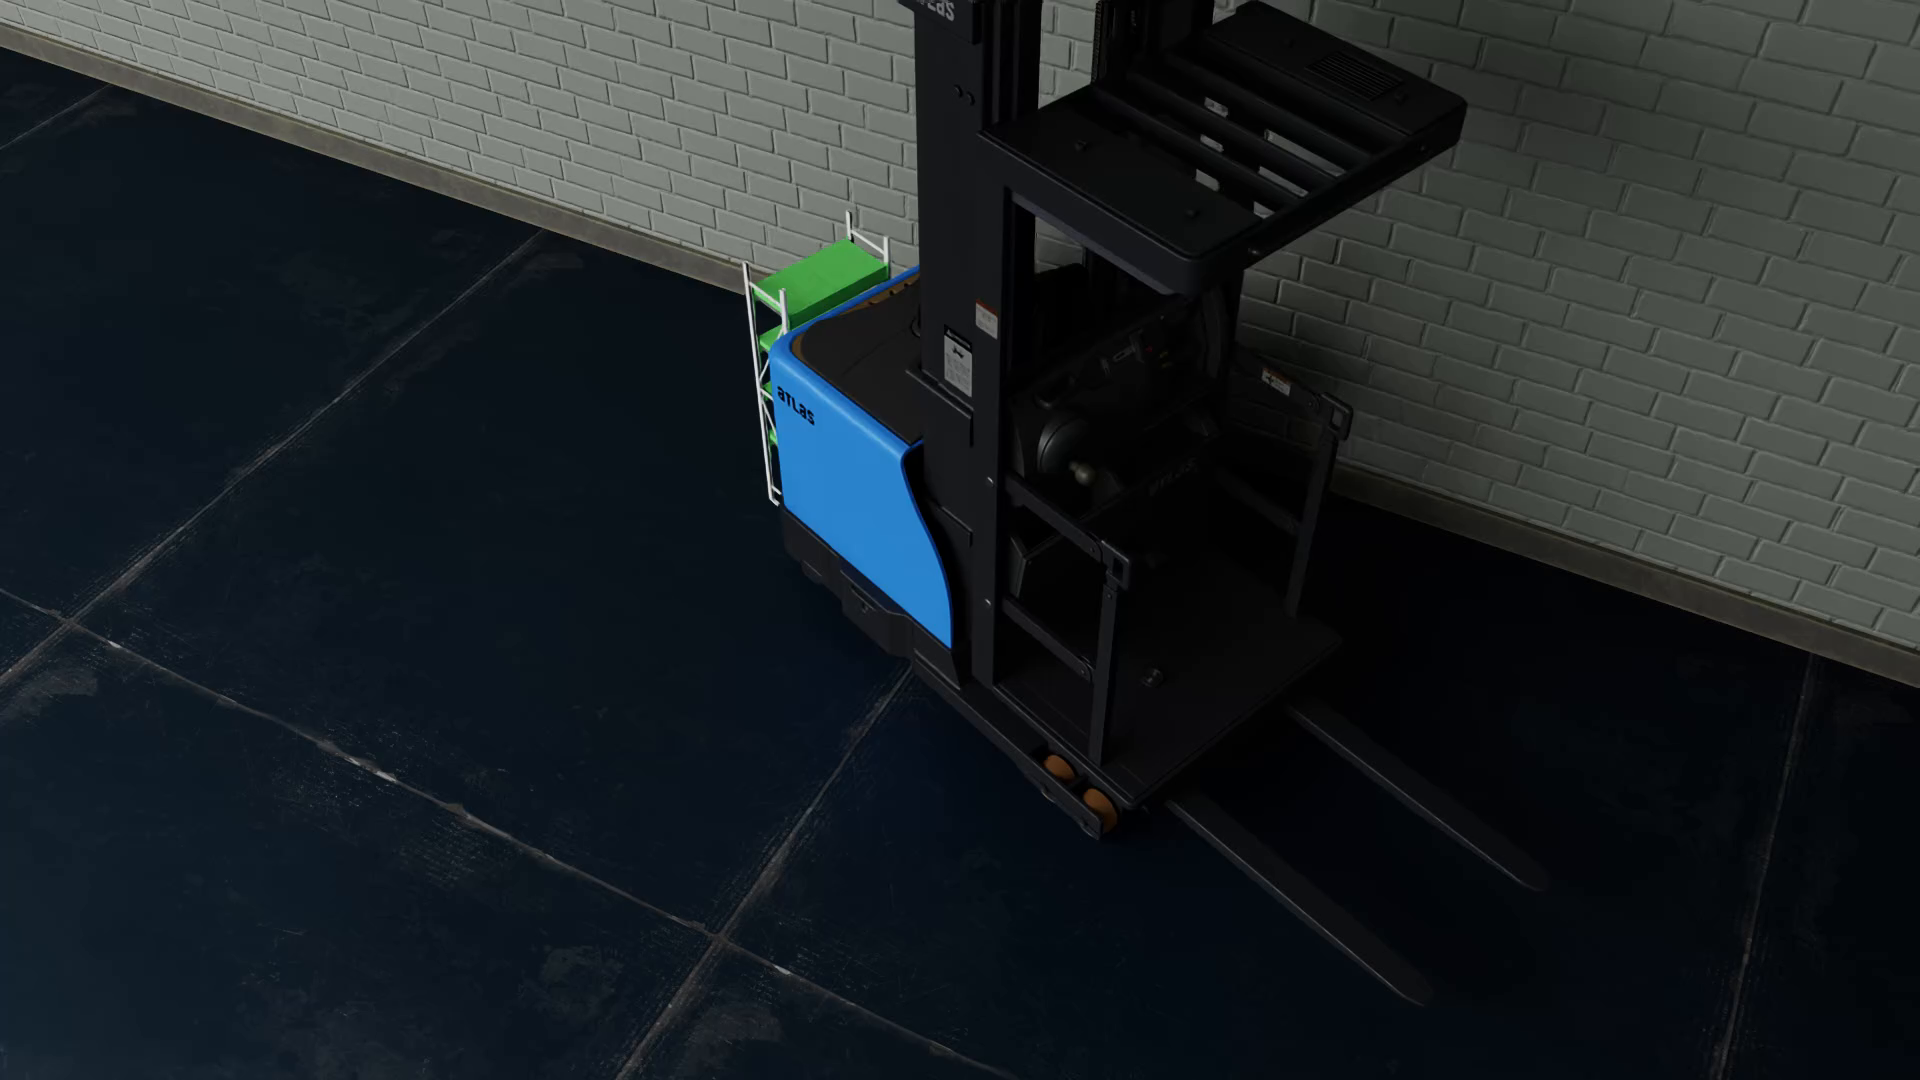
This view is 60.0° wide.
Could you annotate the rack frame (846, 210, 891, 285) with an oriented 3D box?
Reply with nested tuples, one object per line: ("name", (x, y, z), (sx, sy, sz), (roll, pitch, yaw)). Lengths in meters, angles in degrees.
("rack frame", (-0.346, -0.765, 6.662), (0.015, 1.200, 0.240), (-33, 54, -28))

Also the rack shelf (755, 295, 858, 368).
("rack shelf", (-0.527, -0.772, 6.422), (0.480, 0.148, 0.258), (-33, 54, -28))

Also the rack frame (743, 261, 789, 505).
("rack frame", (-0.708, -0.532, 6.432), (0.015, 1.200, 0.240), (-33, 54, -28))

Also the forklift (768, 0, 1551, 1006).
("forklift", (0.650, -0.422, 5.106), (1.130, 2.935, 3.031), (-32, 54, -28))

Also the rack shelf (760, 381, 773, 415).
("rack shelf", (-0.527, -0.603, 6.593), (0.480, 0.148, 0.258), (-33, 54, -28))

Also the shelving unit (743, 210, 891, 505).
("shelving unit", (-0.527, -0.648, 6.547), (0.503, 1.200, 0.258), (-33, 54, -28))

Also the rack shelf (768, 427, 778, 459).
("rack shelf", (-0.527, -0.435, 6.763), (0.480, 0.148, 0.258), (-33, 54, -28))

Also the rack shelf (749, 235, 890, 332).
("rack shelf", (-0.527, -0.941, 6.251), (0.480, 0.148, 0.258), (-33, 54, -28))
